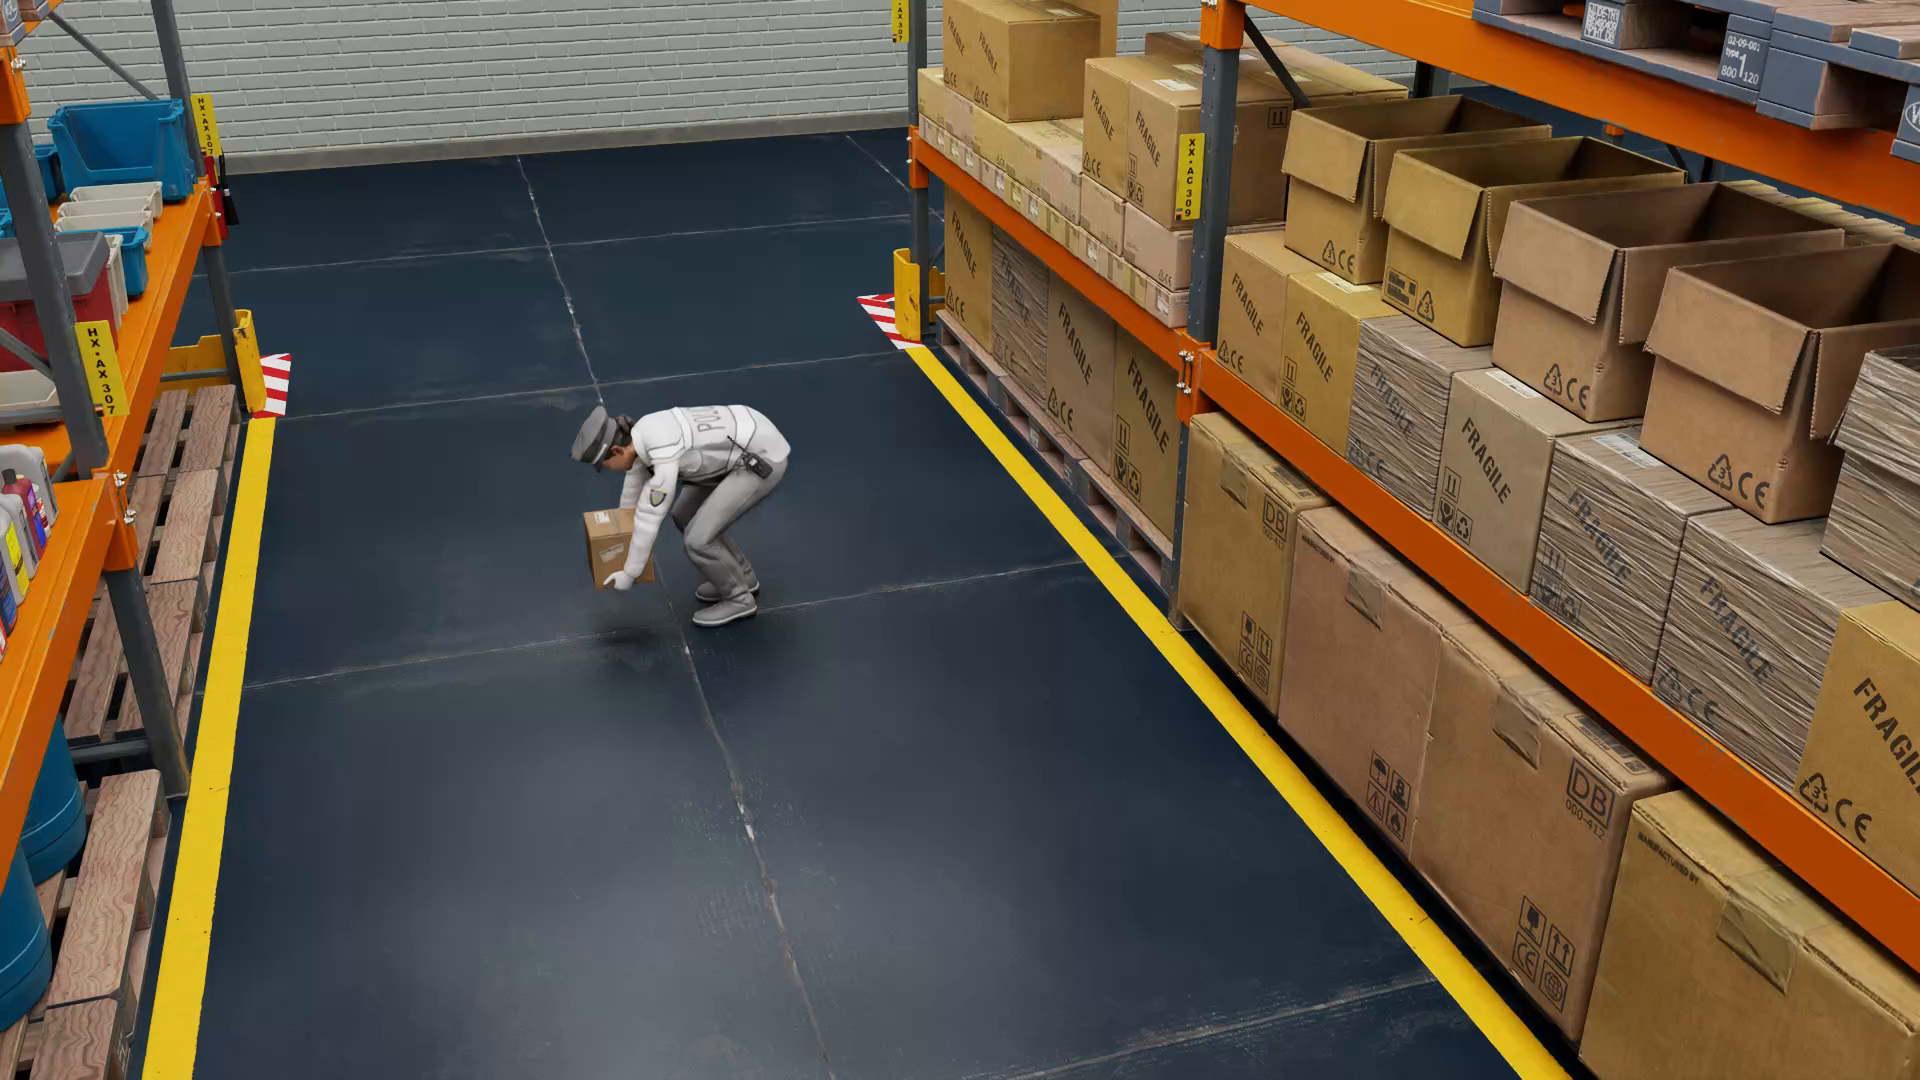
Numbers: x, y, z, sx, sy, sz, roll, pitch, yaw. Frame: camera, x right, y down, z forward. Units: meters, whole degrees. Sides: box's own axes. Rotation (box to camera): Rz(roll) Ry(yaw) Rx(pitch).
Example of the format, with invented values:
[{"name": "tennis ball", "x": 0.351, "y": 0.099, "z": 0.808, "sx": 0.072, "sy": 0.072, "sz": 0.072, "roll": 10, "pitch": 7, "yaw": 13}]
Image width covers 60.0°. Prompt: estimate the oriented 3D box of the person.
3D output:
[{"name": "person", "x": -1.180, "y": -0.133, "z": 7.108, "sx": 0.912, "sy": 1.018, "sz": 0.447, "roll": -10, "pitch": 28, "yaw": -18}]
